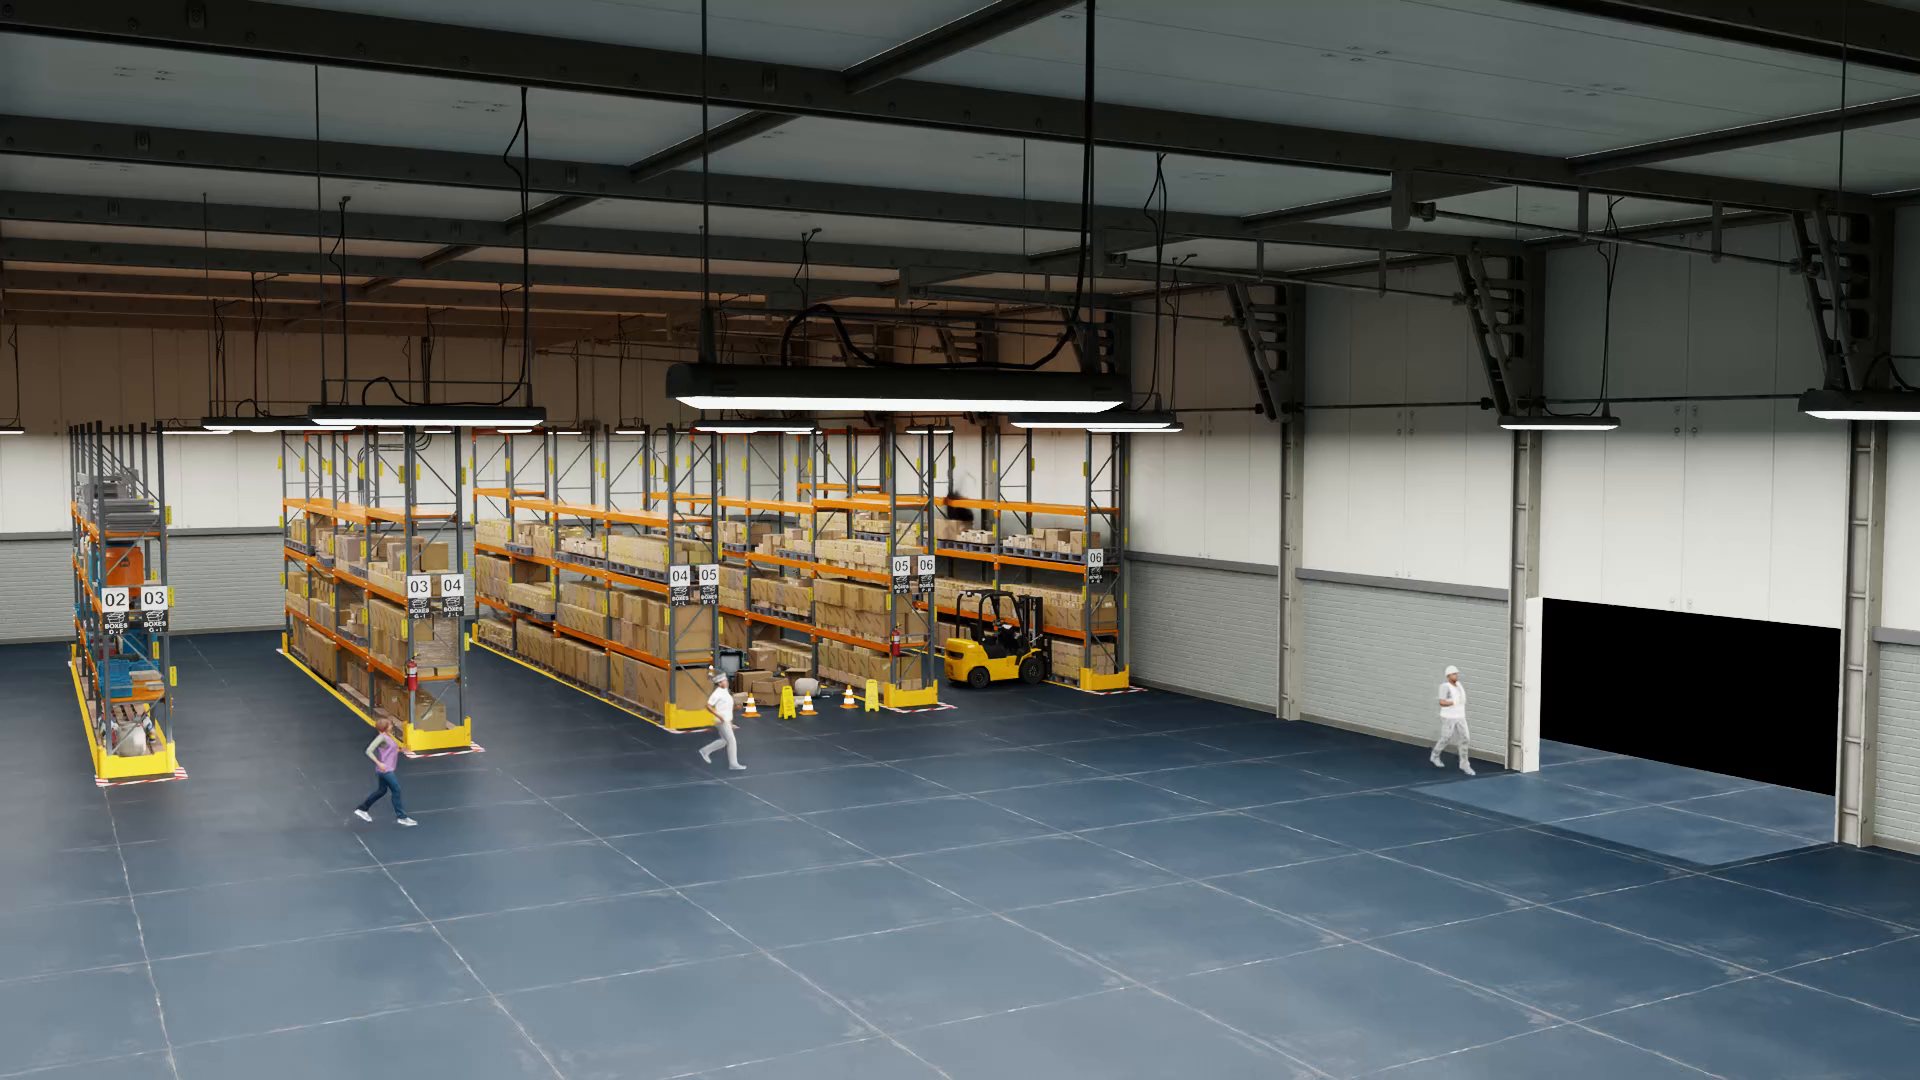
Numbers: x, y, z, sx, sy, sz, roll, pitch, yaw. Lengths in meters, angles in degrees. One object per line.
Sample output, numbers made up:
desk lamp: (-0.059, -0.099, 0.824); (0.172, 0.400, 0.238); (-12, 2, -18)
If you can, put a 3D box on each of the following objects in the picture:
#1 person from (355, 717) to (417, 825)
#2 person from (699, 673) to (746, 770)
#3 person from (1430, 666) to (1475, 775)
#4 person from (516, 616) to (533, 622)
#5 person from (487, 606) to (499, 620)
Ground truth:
person: (-8.429, 3.393, 24.373); (0.878, 1.596, 0.531); (-1, 4, -12)
person: (-4.082, 3.109, 28.596); (0.831, 1.670, 0.587); (1, 4, 9)
person: (8.408, 3.054, 28.381); (0.669, 1.816, 0.843); (-2, 4, -33)
person: (-12.690, 1.910, 48.179); (0.755, 1.749, 0.732); (2, 4, 24)
person: (-13.484, 1.923, 48.131); (0.530, 1.664, 0.660); (-2, 4, -33)
